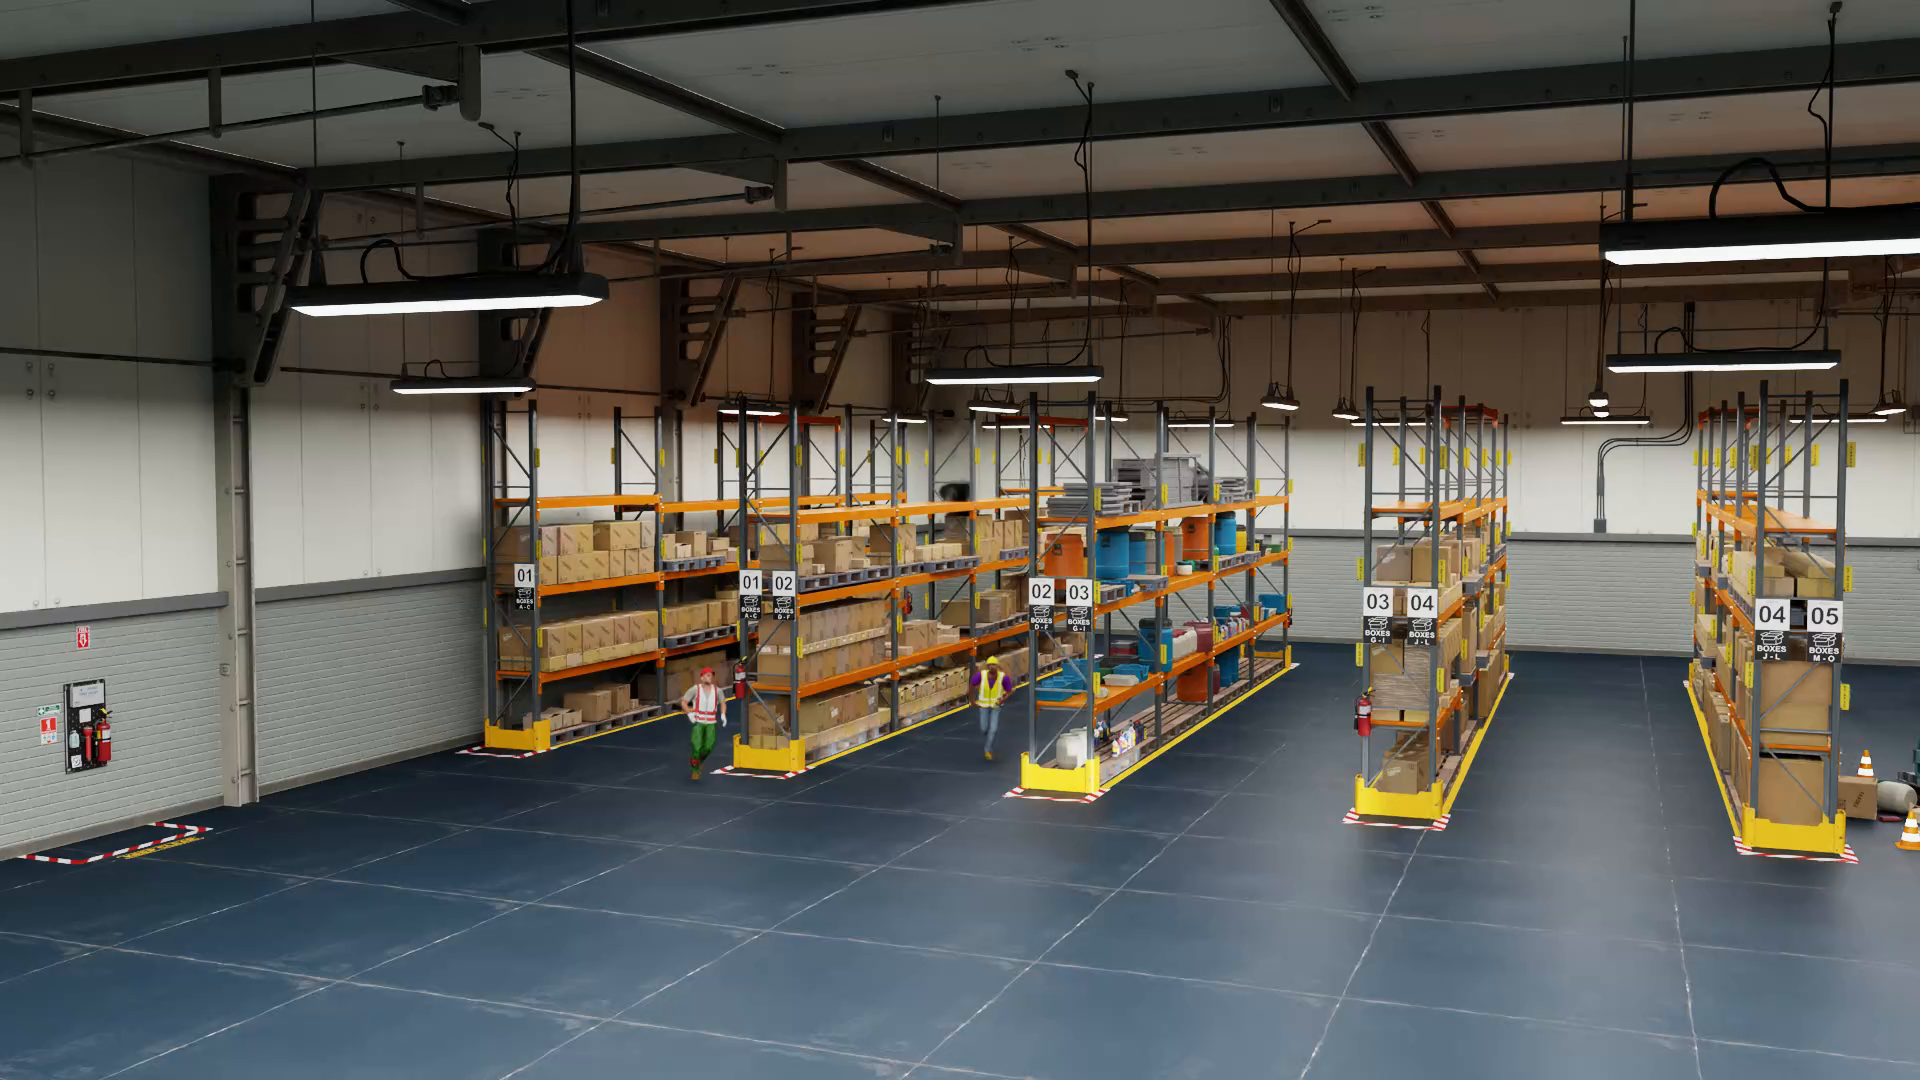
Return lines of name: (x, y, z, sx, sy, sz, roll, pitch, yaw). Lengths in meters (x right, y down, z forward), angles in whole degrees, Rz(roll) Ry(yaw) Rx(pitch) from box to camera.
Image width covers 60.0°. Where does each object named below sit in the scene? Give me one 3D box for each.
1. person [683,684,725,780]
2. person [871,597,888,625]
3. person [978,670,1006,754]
person: (-3.993, 2.983, 26.015, 0.671, 1.473, 0.382, -1, 3, -22)
person: (-1.873, 2.048, 36.789, 0.588, 1.585, 0.680, 1, 3, 20)
person: (0.537, 2.865, 27.852, 0.464, 1.413, 0.536, 0, 3, 7)
